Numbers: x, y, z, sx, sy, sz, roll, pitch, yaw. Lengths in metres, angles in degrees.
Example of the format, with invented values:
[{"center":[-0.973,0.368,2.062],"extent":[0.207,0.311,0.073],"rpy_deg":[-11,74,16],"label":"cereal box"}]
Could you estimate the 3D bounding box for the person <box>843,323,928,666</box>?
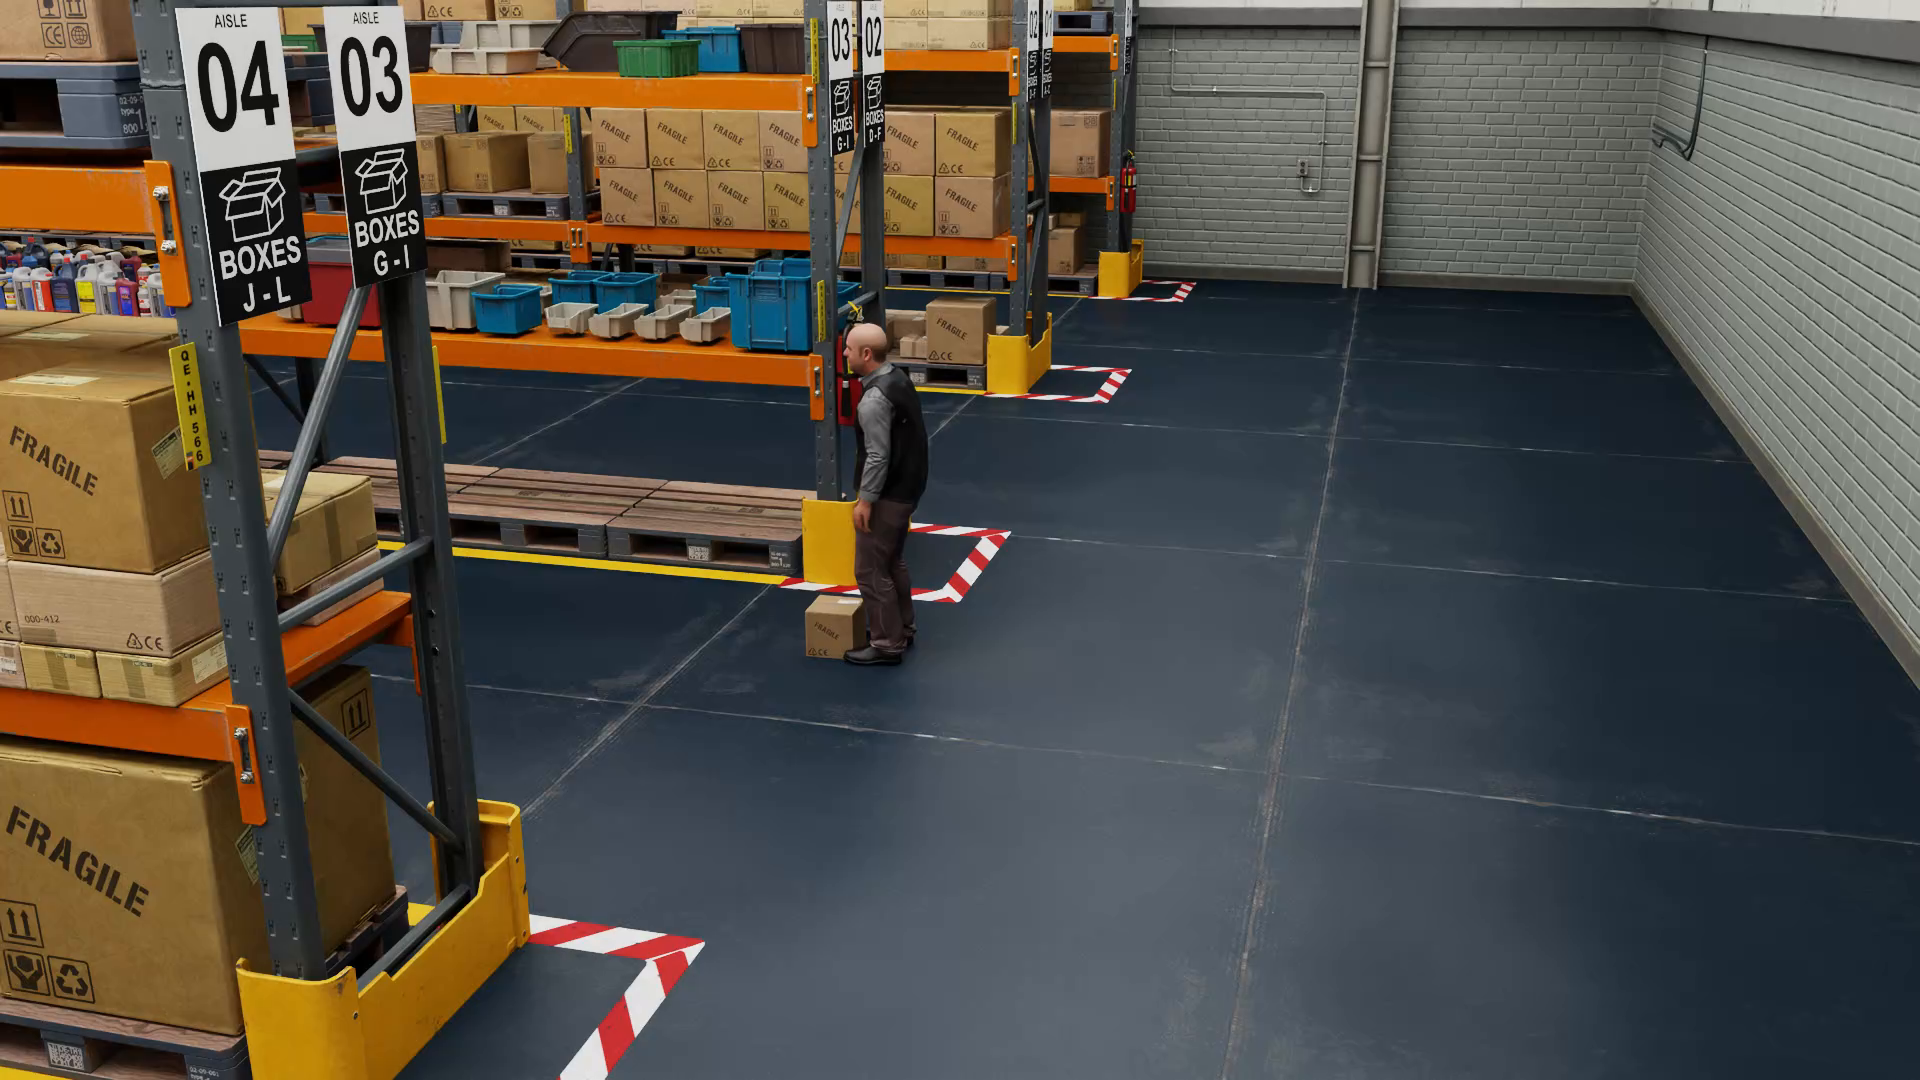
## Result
[{"center":[-0.367,-0.227,8.286],"extent":[0.414,1.722,0.594],"rpy_deg":[4,18,11],"label":"person"}]
